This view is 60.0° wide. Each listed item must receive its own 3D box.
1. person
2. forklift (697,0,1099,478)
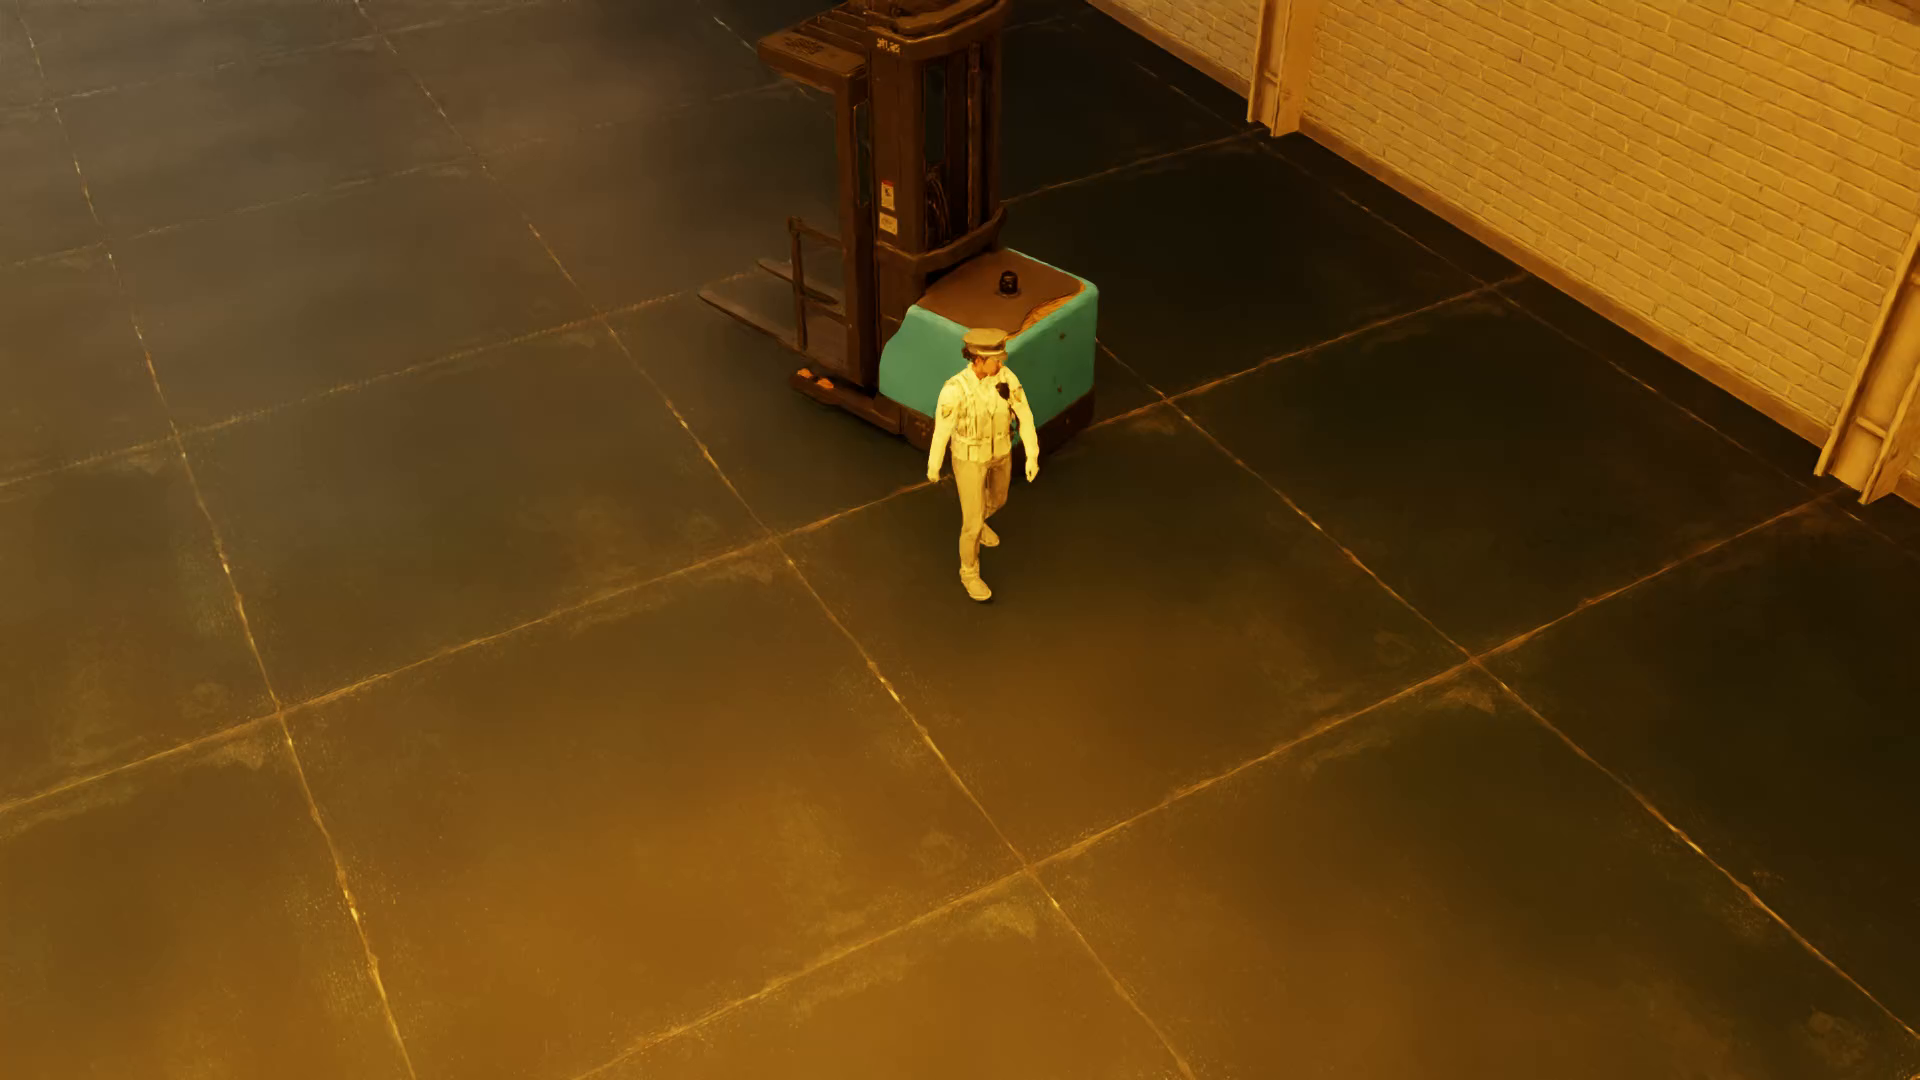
[{"bbox_3d":[0.123,-0.477,9.665,0.600,1.609,0.712,-22,44,-24],"label":"person"},{"bbox_3d":[-0.550,-2.302,10.812,3.031,2.935,1.130,28,47,30],"label":"forklift"}]
